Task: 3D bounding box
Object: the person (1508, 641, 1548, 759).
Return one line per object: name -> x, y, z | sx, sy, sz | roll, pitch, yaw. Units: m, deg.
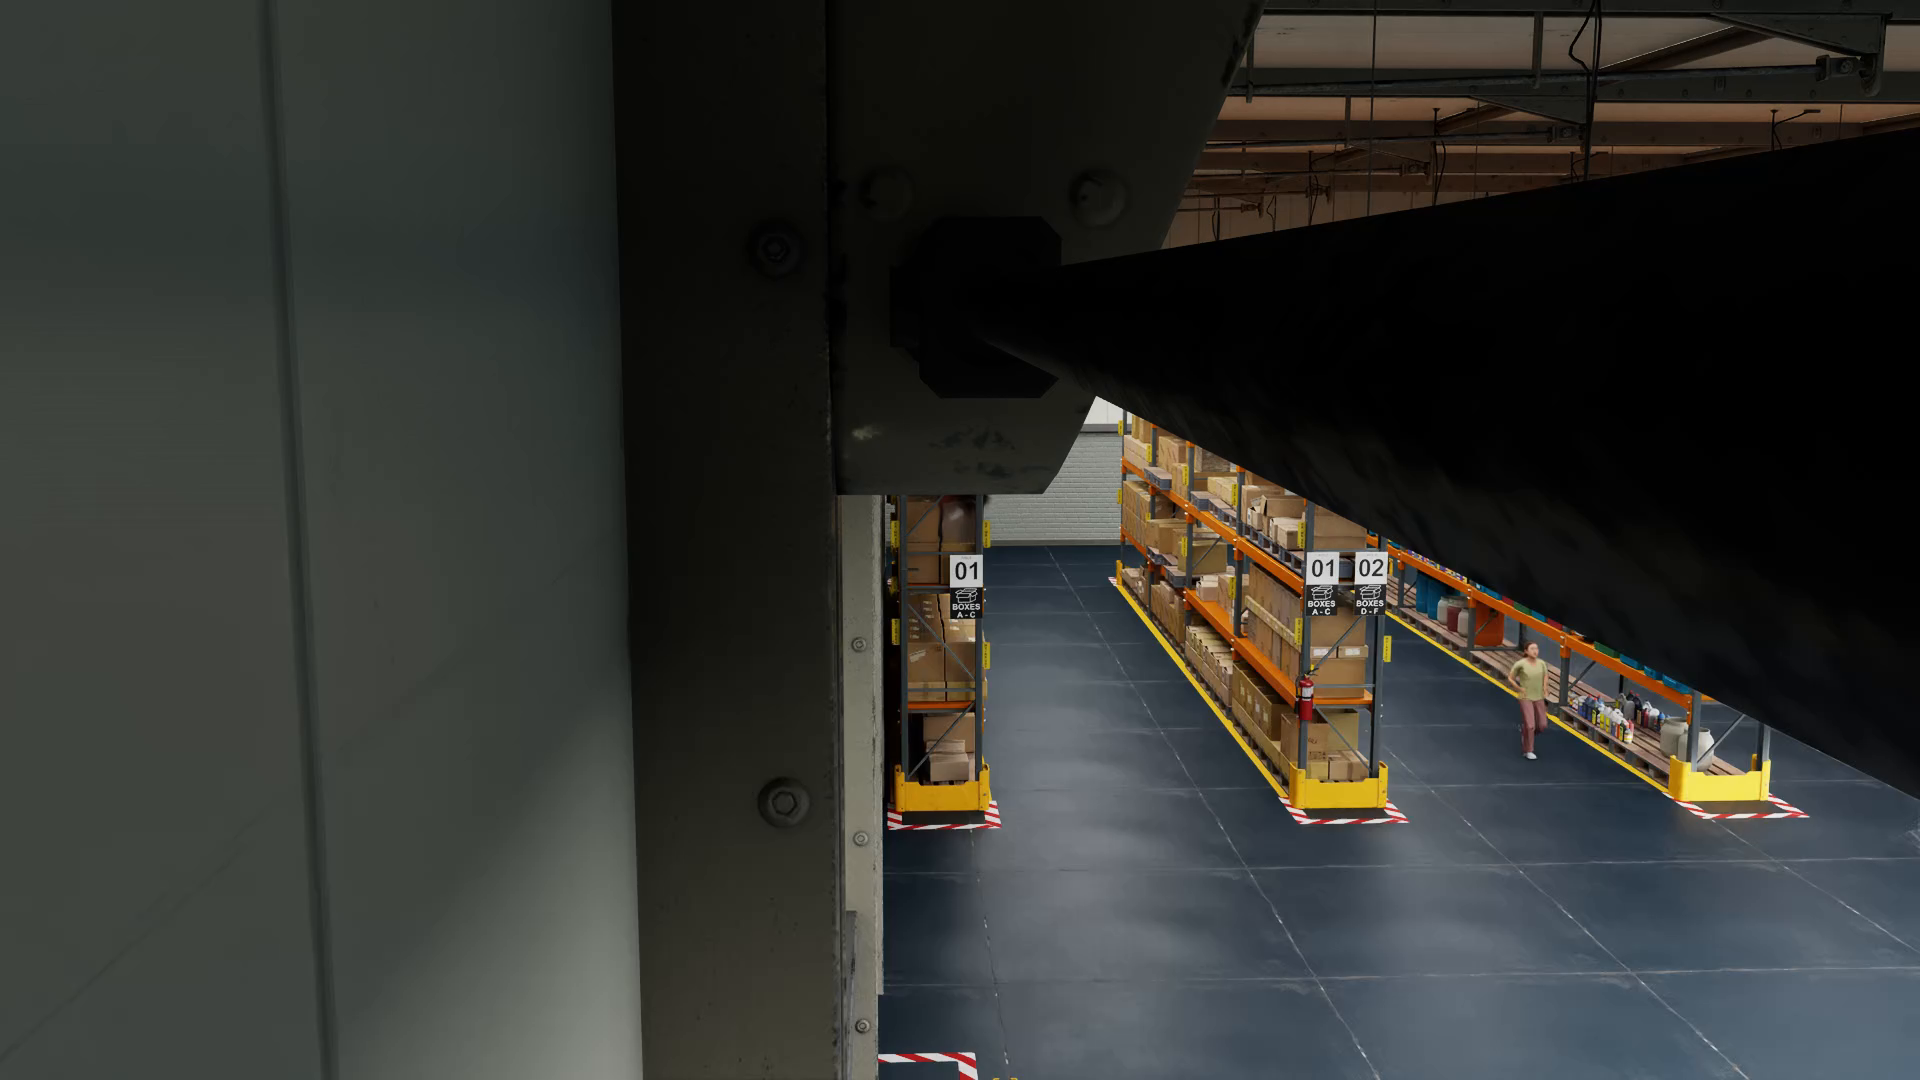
person -> 7.812, 2.173, 22.839 | 0.578, 1.619, 0.569 | -1, 8, -6
